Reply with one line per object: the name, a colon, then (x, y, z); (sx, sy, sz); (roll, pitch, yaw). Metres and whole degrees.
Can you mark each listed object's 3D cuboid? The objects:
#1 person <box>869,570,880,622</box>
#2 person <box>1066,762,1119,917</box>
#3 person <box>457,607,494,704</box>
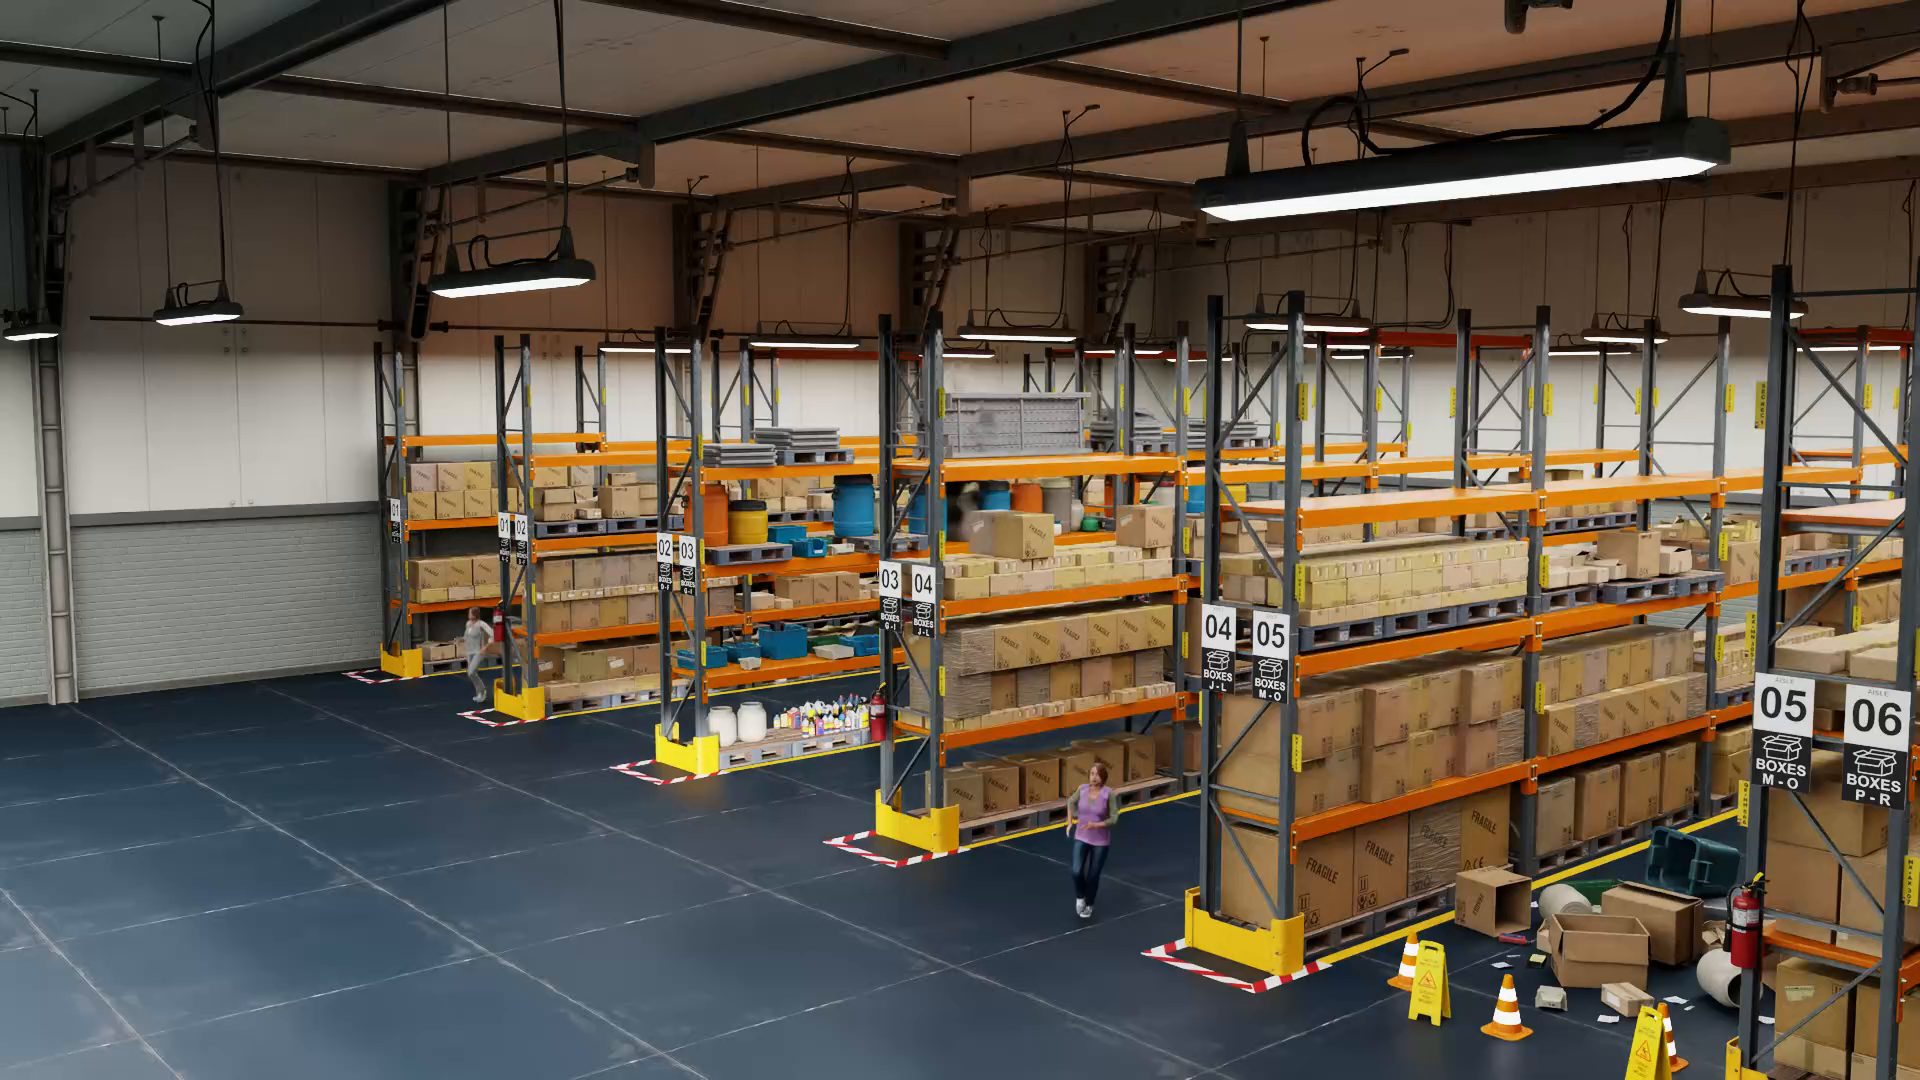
person: (-1.550, 1.221, 33.646); (0.678, 1.745, 0.808); (5, 7, 42)
person: (1.273, 2.921, 16.100); (0.528, 1.548, 0.557); (1, 5, 11)
person: (-7.960, 1.893, 27.264); (0.541, 1.597, 0.596); (3, 6, 32)
